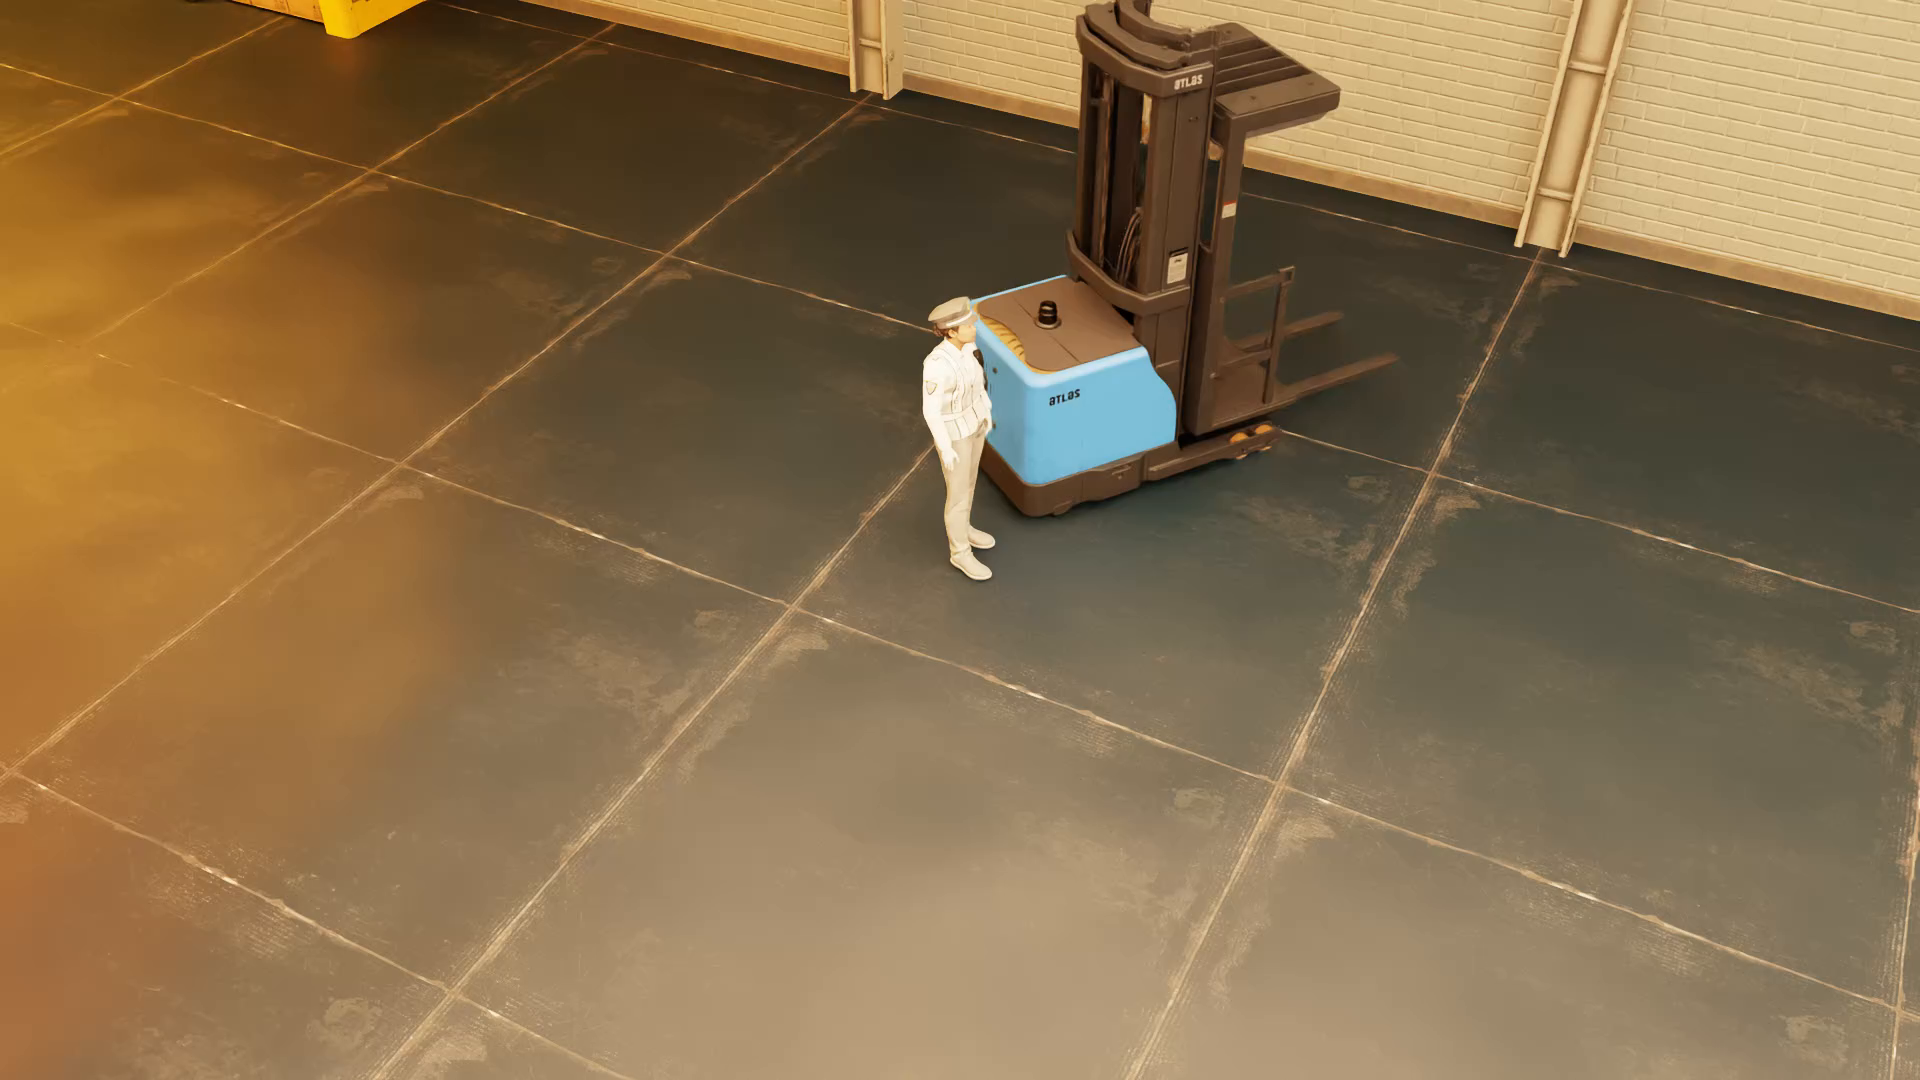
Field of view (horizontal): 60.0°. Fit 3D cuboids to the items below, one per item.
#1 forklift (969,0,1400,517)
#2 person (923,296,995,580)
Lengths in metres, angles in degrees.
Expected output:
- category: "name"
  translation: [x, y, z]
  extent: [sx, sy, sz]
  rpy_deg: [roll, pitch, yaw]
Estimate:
- category: "forklift"
  translation: [1.521, -1.938, 10.288]
  extent: [3.031, 2.935, 1.130]
  rpy_deg: [-19, 44, -21]
- category: "person"
  translation: [0.058, -0.629, 9.682]
  extent: [0.530, 1.694, 0.586]
  rpy_deg: [18, 43, 21]
